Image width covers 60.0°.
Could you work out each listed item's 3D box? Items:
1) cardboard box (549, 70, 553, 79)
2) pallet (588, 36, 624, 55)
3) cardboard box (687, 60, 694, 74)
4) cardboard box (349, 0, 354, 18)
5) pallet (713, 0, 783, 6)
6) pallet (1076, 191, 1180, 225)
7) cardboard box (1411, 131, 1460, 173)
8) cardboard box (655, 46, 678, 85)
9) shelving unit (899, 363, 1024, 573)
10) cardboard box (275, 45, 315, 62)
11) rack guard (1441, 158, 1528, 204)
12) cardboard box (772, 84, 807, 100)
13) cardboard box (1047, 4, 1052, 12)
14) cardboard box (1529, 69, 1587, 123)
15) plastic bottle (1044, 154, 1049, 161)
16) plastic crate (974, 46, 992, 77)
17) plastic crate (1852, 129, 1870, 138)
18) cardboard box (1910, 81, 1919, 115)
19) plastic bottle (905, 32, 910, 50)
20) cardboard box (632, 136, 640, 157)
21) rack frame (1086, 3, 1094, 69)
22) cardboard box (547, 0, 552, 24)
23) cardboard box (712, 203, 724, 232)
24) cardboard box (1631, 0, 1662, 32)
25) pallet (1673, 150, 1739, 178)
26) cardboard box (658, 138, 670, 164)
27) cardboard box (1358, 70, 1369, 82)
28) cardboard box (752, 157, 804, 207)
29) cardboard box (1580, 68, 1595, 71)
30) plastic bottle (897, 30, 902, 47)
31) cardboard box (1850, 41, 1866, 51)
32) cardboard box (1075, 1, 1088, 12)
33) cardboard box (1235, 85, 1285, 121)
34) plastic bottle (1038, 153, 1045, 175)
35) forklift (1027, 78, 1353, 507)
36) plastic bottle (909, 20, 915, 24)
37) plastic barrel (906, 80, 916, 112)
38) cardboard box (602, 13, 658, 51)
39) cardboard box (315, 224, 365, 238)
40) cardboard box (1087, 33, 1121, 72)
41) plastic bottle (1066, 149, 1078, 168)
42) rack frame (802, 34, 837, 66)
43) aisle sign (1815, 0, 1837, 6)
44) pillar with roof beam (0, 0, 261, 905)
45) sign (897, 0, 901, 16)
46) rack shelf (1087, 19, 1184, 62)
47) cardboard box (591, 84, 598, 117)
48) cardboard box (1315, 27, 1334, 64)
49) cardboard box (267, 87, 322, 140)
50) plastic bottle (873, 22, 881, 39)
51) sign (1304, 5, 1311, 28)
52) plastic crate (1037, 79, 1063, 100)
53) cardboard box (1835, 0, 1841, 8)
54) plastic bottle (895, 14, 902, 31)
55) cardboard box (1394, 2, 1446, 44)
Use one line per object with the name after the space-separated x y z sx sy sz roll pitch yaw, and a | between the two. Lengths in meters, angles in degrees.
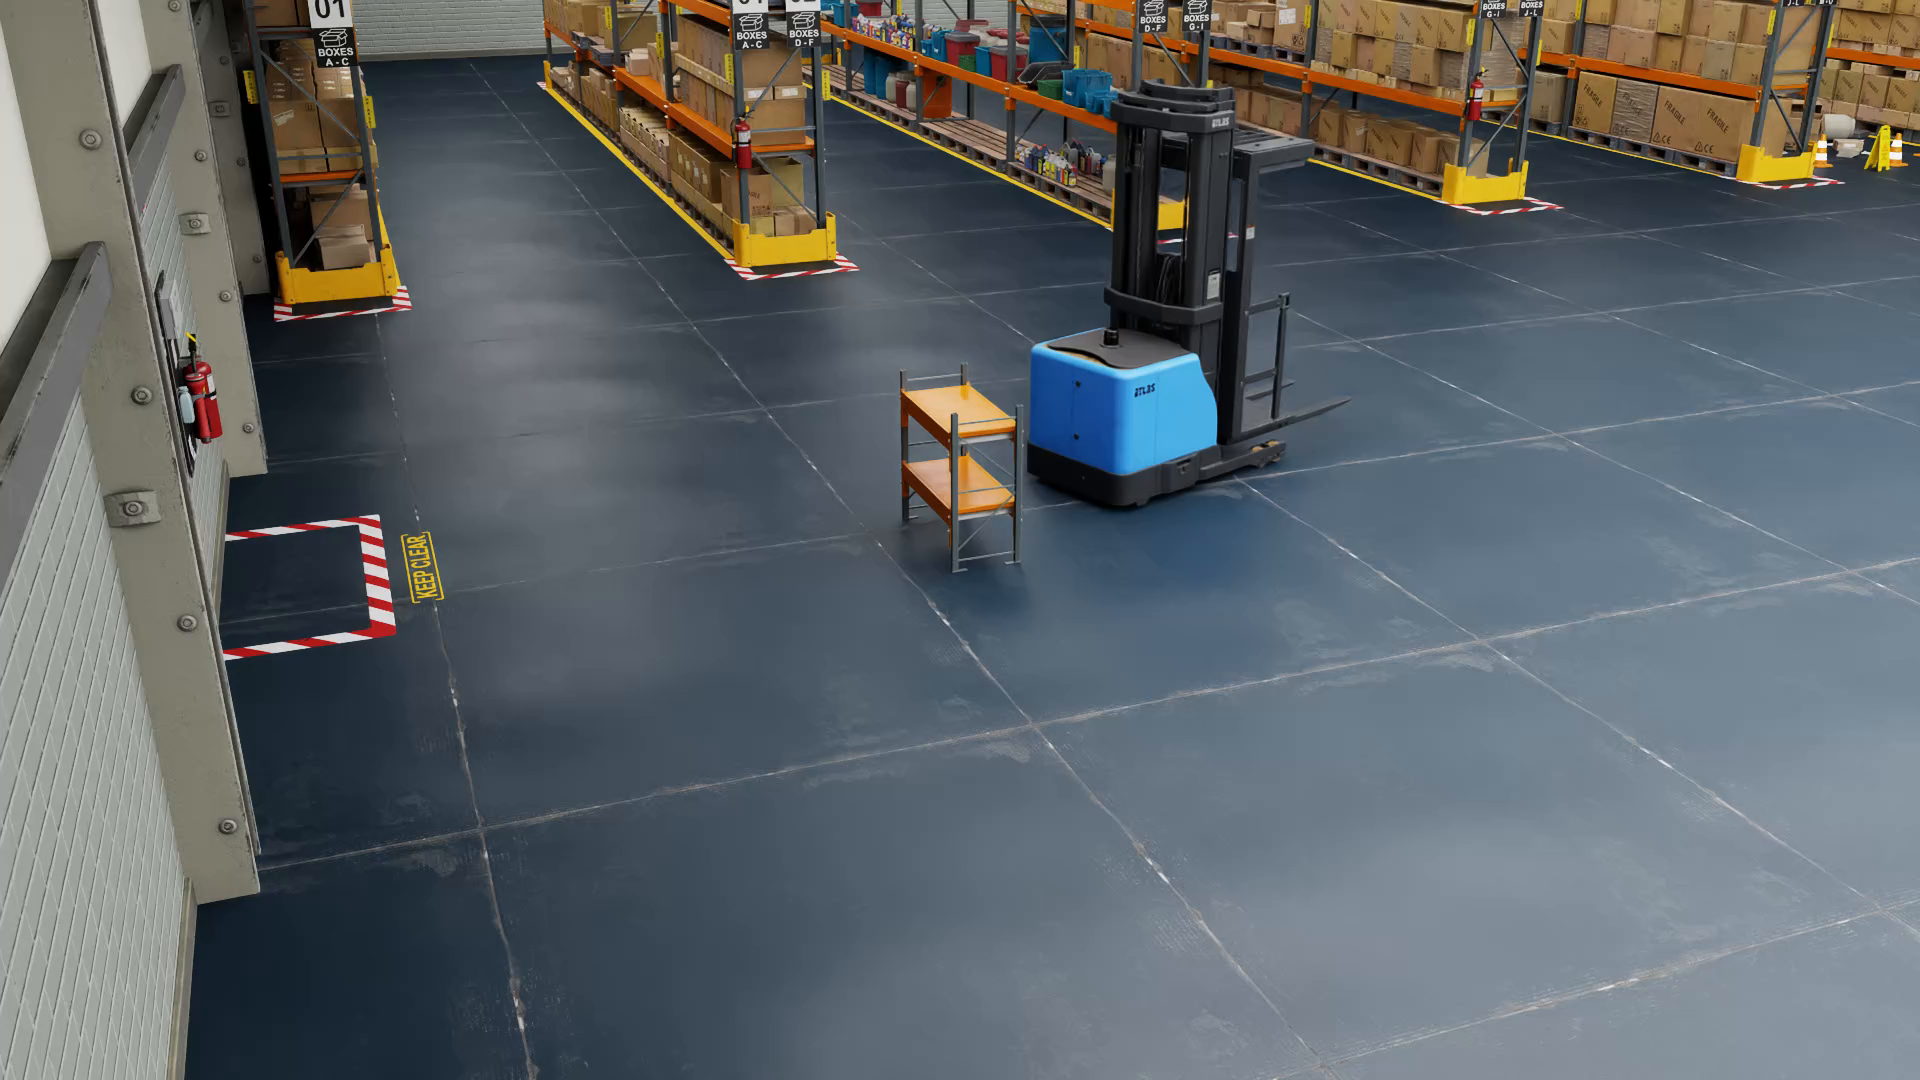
-7.882 -9.185 32.783 0.380 0.149 0.250 -8 24 -19 | cardboard box
-5.574 -8.206 27.603 1.003 0.211 1.213 -8 24 -19 | pallet
-3.280 -6.076 21.339 0.380 0.149 0.250 -9 24 -19 | cardboard box
-6.730 -5.794 17.617 0.500 0.500 0.500 -7 24 -15 | cardboard box
-2.282 -6.283 19.047 1.003 0.211 1.213 -8 24 -19 | pallet
2.226 -4.392 21.898 1.003 0.211 1.213 -8 24 -19 | pallet
6.764 -5.522 23.668 0.500 0.500 0.500 -2 23 -5 | cardboard box
-4.089 -6.835 23.977 0.500 0.500 0.500 -8 24 -19 | cardboard box
-0.002 -0.521 11.537 0.538 1.125 1.048 -8 24 -19 | shelving unit
-8.703 -6.331 22.214 0.700 0.500 0.500 -5 23 -12 | cardboard box
7.186 -4.915 22.767 1.175 0.500 0.348 -8 24 -19 | rack guard
-1.994 -5.198 19.257 0.380 0.149 0.250 -9 24 -19 | cardboard box
2.016 -10.909 34.094 0.380 0.149 0.250 -8 24 -18 | cardboard box
10.172 -7.506 28.053 1.050 0.750 0.750 -8 24 -19 | cardboard box
1.216 -5.291 23.388 0.097 0.271 0.097 0 23 0 | plastic bottle
0.485 -7.164 24.905 0.392 0.384 0.575 -8 24 -19 | plastic crate
14.858 -6.824 27.837 0.402 0.080 0.583 -18 29 -37 | plastic crate
15.769 -7.115 26.804 0.500 0.500 0.500 -7 24 -17 | cardboard box
-0.871 -8.385 27.932 0.061 0.283 0.133 -8 24 -19 | plastic bottle
-4.605 -5.913 24.917 0.500 0.250 0.500 -9 24 -20 | cardboard box
2.973 -10.399 32.561 1.000 3.000 0.127 -8 24 -19 | rack frame
-7.611 -10.157 31.857 0.500 0.500 0.500 -9 24 -20 | cardboard box
-2.710 -3.942 20.240 0.500 0.250 0.500 -8 24 -19 | cardboard box
10.939 -8.165 25.677 0.875 0.550 0.550 -8 24 -19 | cardboard box
11.533 -5.678 24.949 1.003 0.211 1.213 -8 24 -19 | pallet
-3.881 -5.427 23.042 0.500 0.311 0.500 -8 24 -19 | cardboard box
6.059 -6.806 24.360 0.380 0.149 0.250 -8 24 -19 | cardboard box
-2.216 -4.360 20.266 0.500 0.500 0.500 -8 24 -19 | cardboard box
13.180 -10.107 34.063 0.875 0.875 0.875 -8 24 -18 | cardboard box
-1.032 -8.565 28.375 0.097 0.271 0.097 0 23 0 | plastic bottle
15.197 -8.306 27.919 0.380 0.149 0.250 -8 24 -17 | cardboard box
2.572 -10.592 32.828 0.500 0.250 0.500 -9 24 -20 | cardboard box
5.056 -7.351 27.981 0.700 0.500 0.500 -6 24 -15 | cardboard box
1.149 -5.279 23.345 0.061 0.283 0.133 -7 24 -17 | plastic bottle
1.959 -2.057 12.856 3.031 2.935 1.130 -19 29 -37 | forklift
-0.864 -9.199 29.873 0.152 0.276 0.135 -8 24 -19 | plastic bottle
-0.719 -7.682 28.776 0.421 0.512 0.421 0 23 0 | plastic barrel
-5.210 -8.041 26.296 0.700 0.500 0.500 -18 29 -36 | cardboard box
-7.051 -3.435 18.933 0.500 0.311 0.500 -6 24 -15 | cardboard box
3.218 -9.384 32.347 1.225 0.875 0.875 -8 24 -19 | cardboard box
1.601 -5.467 23.799 0.152 0.276 0.135 -8 24 -19 | plastic bottle
-3.073 -11.173 34.397 1.000 3.000 0.127 -8 24 -19 | rack frame
12.194 -7.896 23.275 0.394 0.787 0.004 -8 24 -19 | aisle sign
0.521 -3.131 7.592 9.100 9.000 0.400 -8 24 -19 | pillar with roof beam
-1.145 -9.922 31.072 0.100 0.325 0.005 -8 24 -19 | sign
3.680 -9.341 30.977 1.077 0.370 4.000 -8 24 -19 | rack shelf
-5.984 -7.508 28.354 0.500 0.500 0.500 -8 24 -18 | cardboard box
5.901 -7.504 25.179 0.875 0.500 0.500 -8 24 -19 | cardboard box
-7.223 -4.612 18.033 0.500 0.500 0.500 -8 24 -18 | cardboard box
-1.444 -9.021 29.452 0.152 0.276 0.135 -8 24 -19 | plastic bottle
5.281 -7.949 25.256 0.100 0.325 0.005 -8 24 -19 | sign
1.381 -6.183 22.831 0.450 0.188 0.662 -8 24 -19 | plastic crate
15.023 -9.306 28.169 0.700 0.500 0.500 -9 24 -20 | cardboard box
-1.099 -9.321 30.066 0.144 0.351 0.185 -8 24 -19 | plastic bottle
6.431 -7.212 23.199 0.500 0.500 0.500 -8 24 -19 | cardboard box
